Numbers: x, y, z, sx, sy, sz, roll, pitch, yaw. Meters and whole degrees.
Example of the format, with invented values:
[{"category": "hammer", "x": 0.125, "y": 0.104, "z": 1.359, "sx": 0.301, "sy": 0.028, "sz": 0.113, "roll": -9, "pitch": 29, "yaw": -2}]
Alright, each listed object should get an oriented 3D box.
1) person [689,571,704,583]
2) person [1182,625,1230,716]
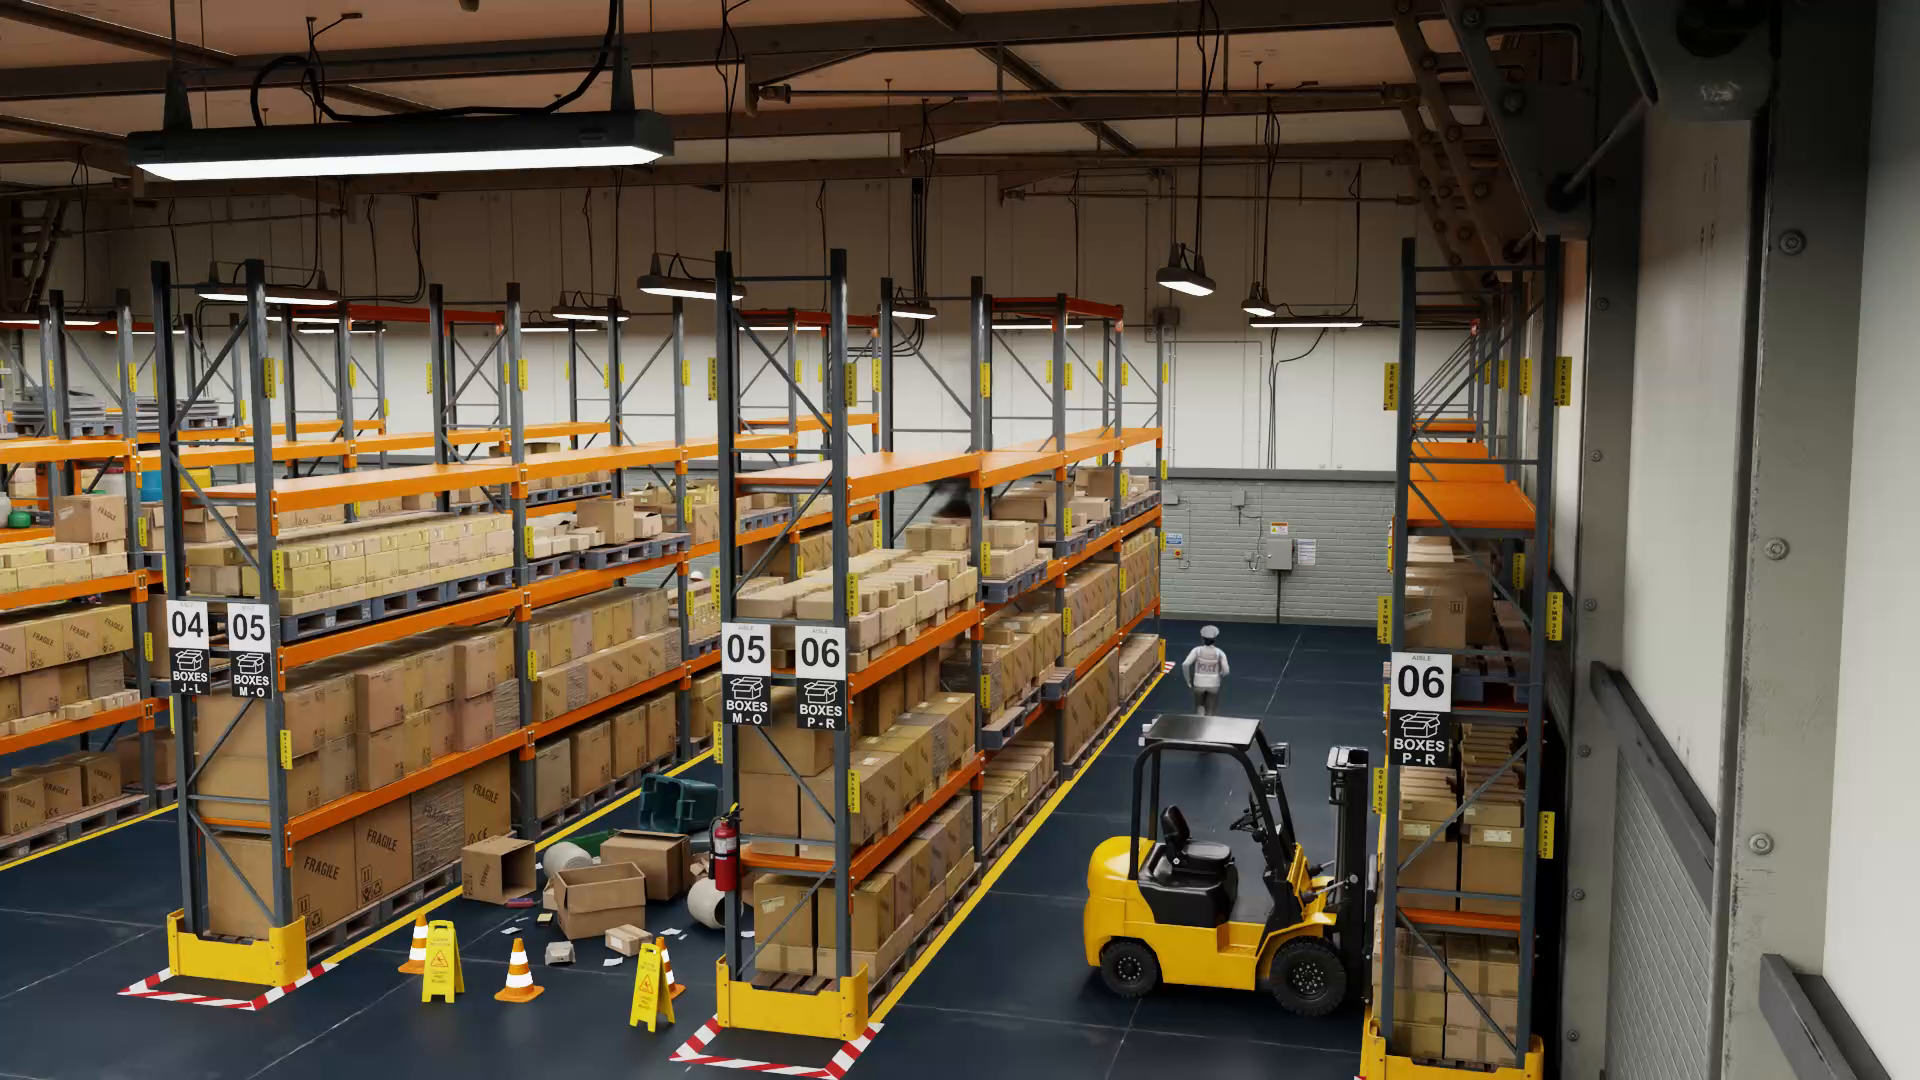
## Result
[{"category": "person", "x": -4.280, "y": 1.418, "z": 27.206, "sx": 0.638, "sy": 1.835, "sz": 0.777, "roll": 2, "pitch": 6, "yaw": 16}, {"category": "person", "x": 3.316, "y": 1.968, "z": 22.397, "sx": 0.625, "sy": 1.658, "sz": 0.591, "roll": 1, "pitch": 6, "yaw": 13}]
